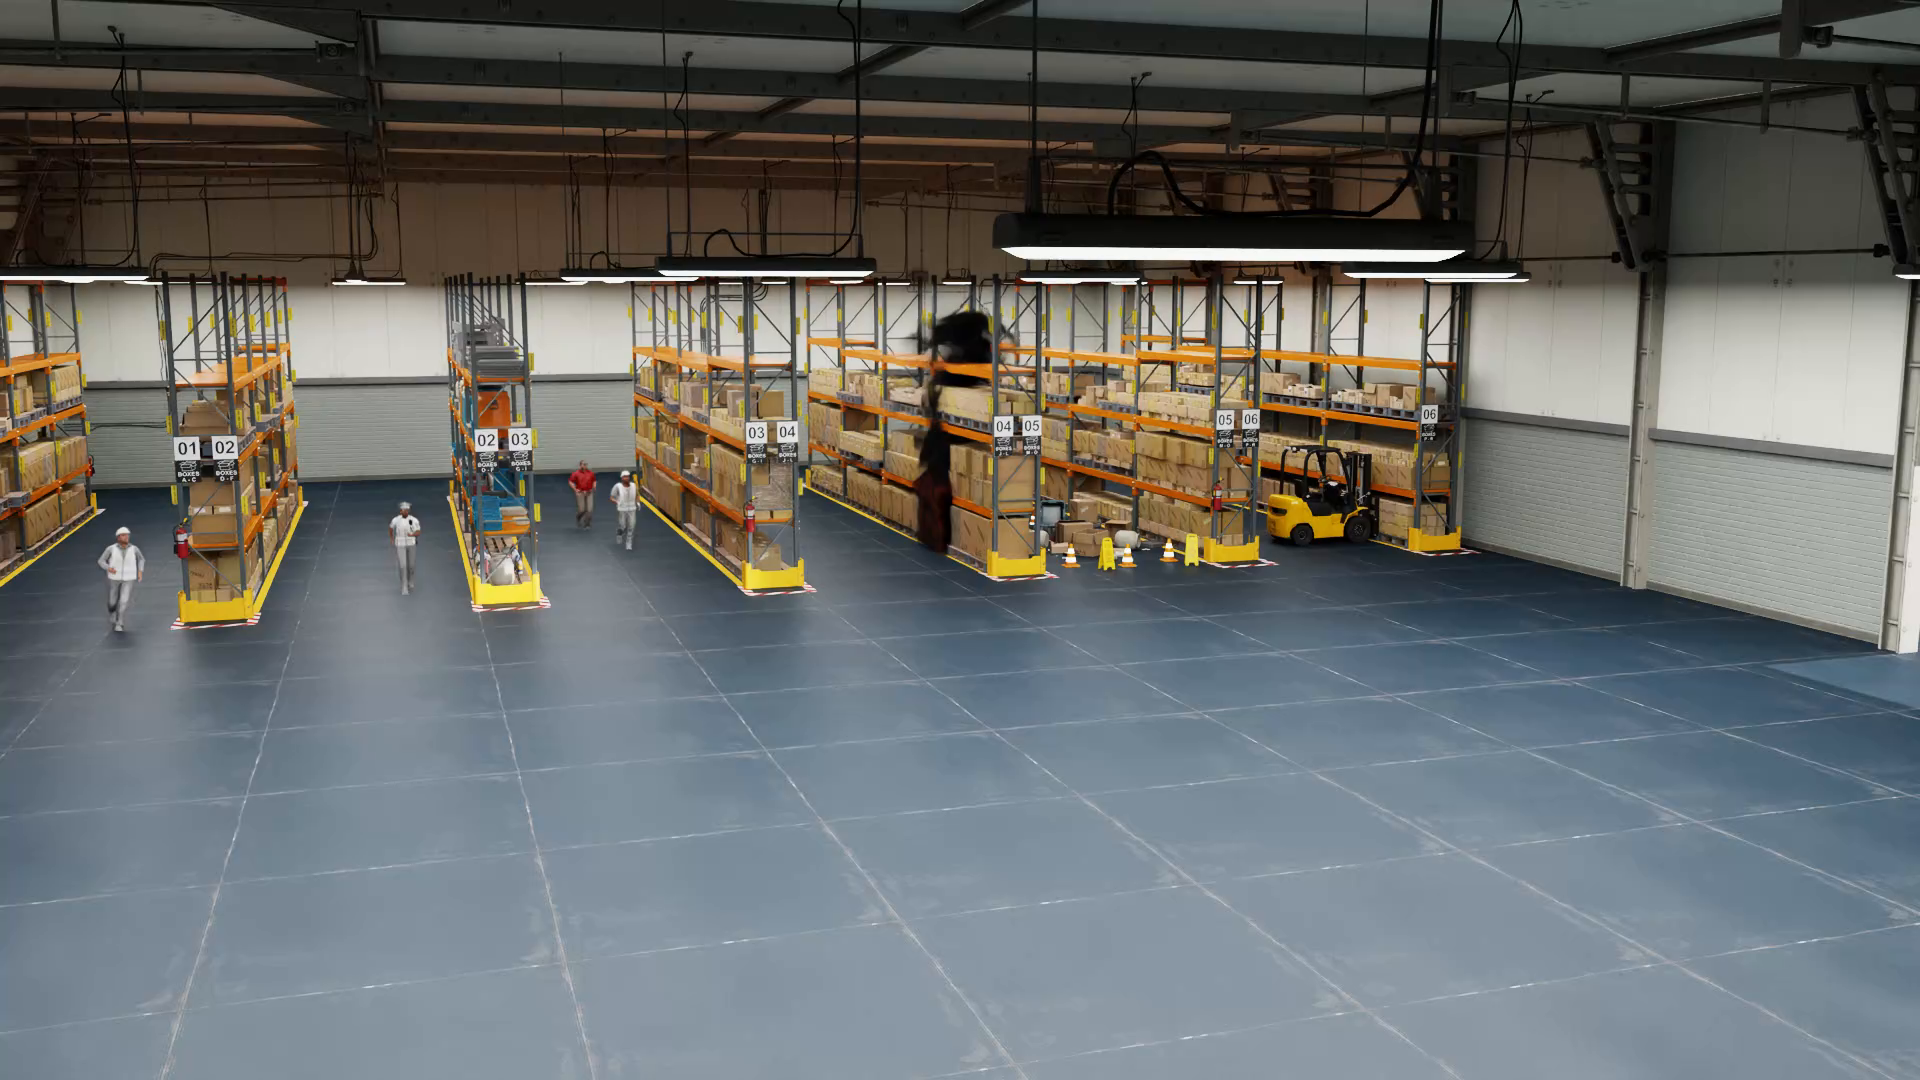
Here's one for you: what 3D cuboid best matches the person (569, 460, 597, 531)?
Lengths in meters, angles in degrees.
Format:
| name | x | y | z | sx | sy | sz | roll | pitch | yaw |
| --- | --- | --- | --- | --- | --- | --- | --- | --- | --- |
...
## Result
| name | x | y | z | sx | sy | sz | roll | pitch | yaw |
| --- | --- | --- | --- | --- | --- | --- | --- | --- | --- |
| person | -8.917 | -1.060 | 39.509 | 0.658 | 1.676 | 0.618 | -5 | 10 | -30 |

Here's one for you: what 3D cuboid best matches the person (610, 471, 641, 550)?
| name | x | y | z | sx | sy | sz | roll | pitch | yaw |
| --- | --- | --- | --- | --- | --- | --- | --- | --- | --- |
| person | -7.366 | -0.662 | 36.665 | 0.687 | 1.743 | 0.704 | -5 | 10 | -29 |

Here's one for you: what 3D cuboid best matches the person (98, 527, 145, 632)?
| name | x | y | z | sx | sy | sz | roll | pitch | yaw |
| --- | --- | --- | --- | --- | --- | --- | --- | --- | --- |
| person | -14.130 | 0.656 | 28.075 | 0.716 | 1.712 | 0.777 | -4 | 10 | -27 |

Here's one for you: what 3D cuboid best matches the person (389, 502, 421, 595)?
| name | x | y | z | sx | sy | sz | roll | pitch | yaw |
| --- | --- | --- | --- | --- | --- | --- | --- | --- | --- |
| person | -10.513 | 0.139 | 31.547 | 0.561 | 1.744 | 0.787 | -4 | 9 | -23 |
